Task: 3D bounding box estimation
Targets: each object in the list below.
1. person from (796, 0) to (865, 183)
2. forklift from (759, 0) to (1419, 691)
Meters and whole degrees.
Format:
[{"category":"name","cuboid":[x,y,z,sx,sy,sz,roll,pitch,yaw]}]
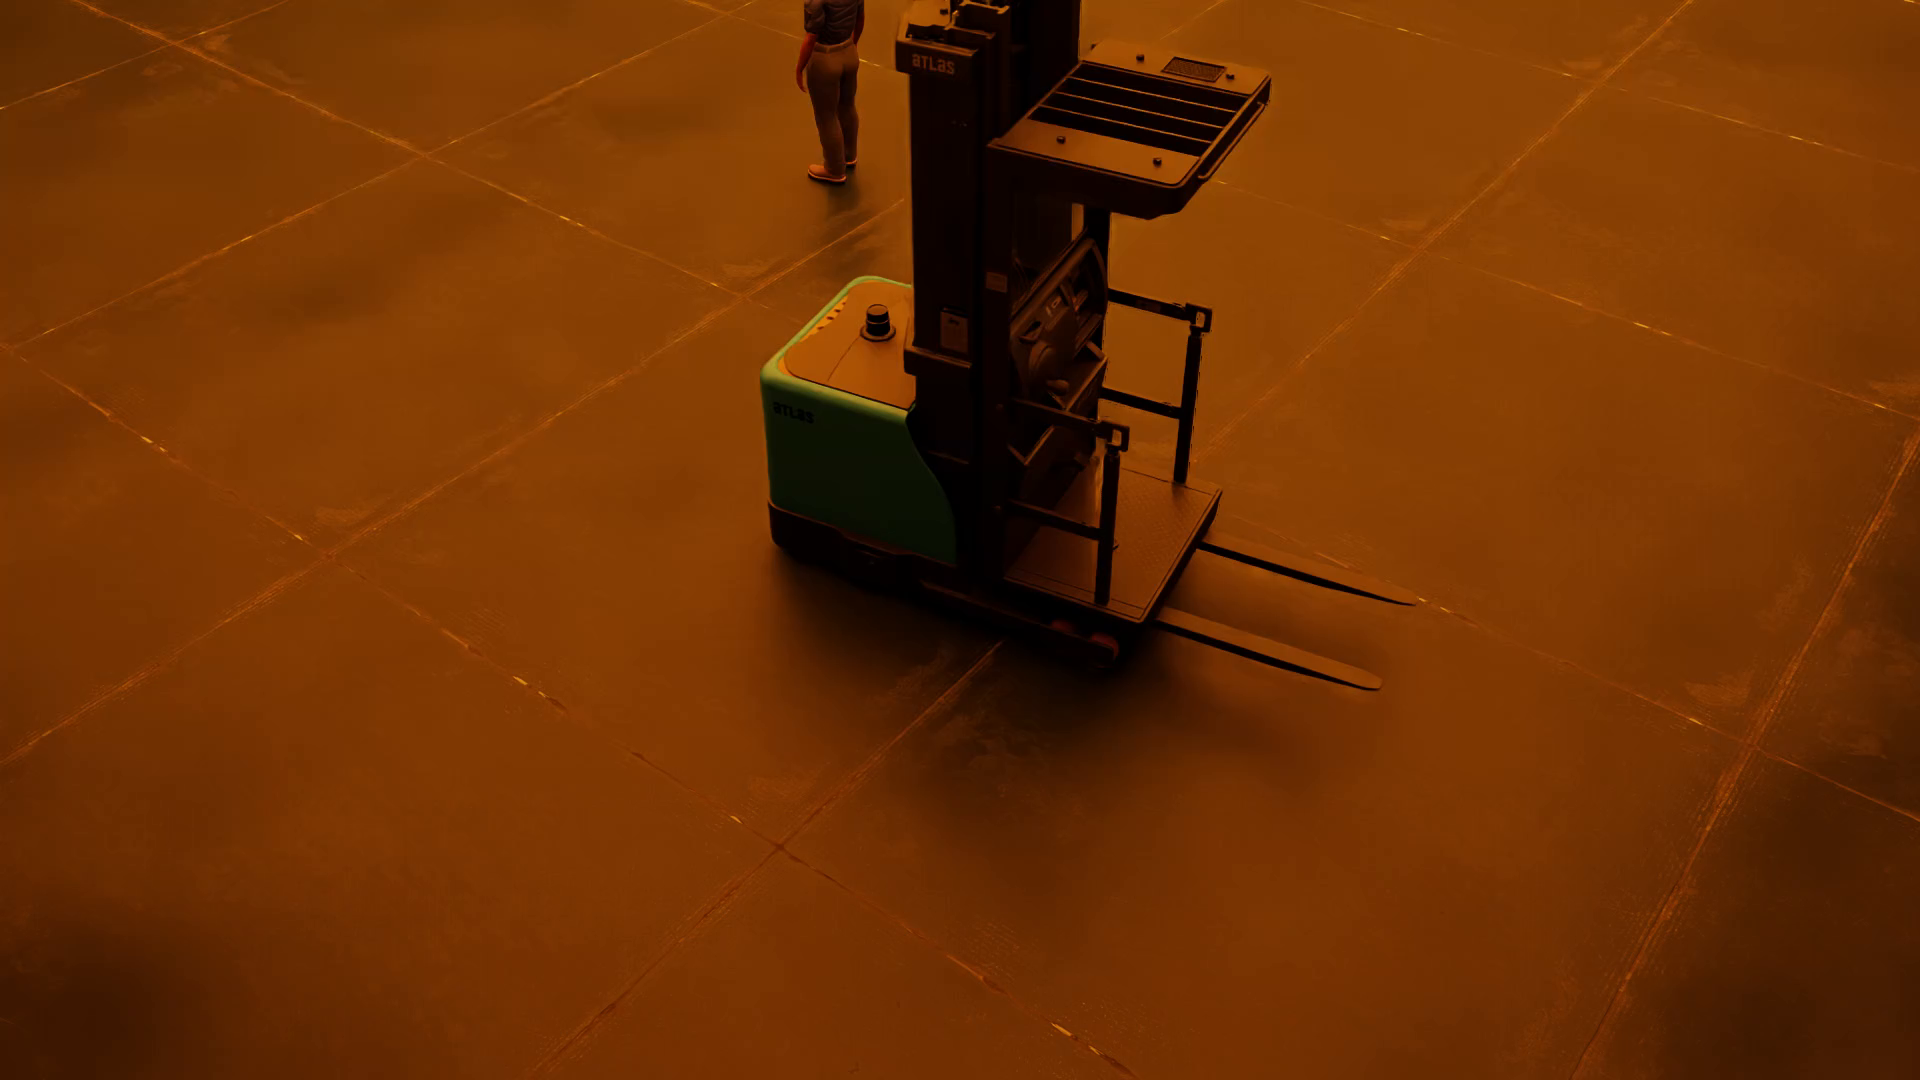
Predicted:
[{"category":"person","cuboid":[-0.871,-3.090,10.671,0.503,1.656,0.569,30,49,31]},{"category":"forklift","cuboid":[0.616,-0.924,7.158,3.031,2.935,1.130,18,44,20]}]
